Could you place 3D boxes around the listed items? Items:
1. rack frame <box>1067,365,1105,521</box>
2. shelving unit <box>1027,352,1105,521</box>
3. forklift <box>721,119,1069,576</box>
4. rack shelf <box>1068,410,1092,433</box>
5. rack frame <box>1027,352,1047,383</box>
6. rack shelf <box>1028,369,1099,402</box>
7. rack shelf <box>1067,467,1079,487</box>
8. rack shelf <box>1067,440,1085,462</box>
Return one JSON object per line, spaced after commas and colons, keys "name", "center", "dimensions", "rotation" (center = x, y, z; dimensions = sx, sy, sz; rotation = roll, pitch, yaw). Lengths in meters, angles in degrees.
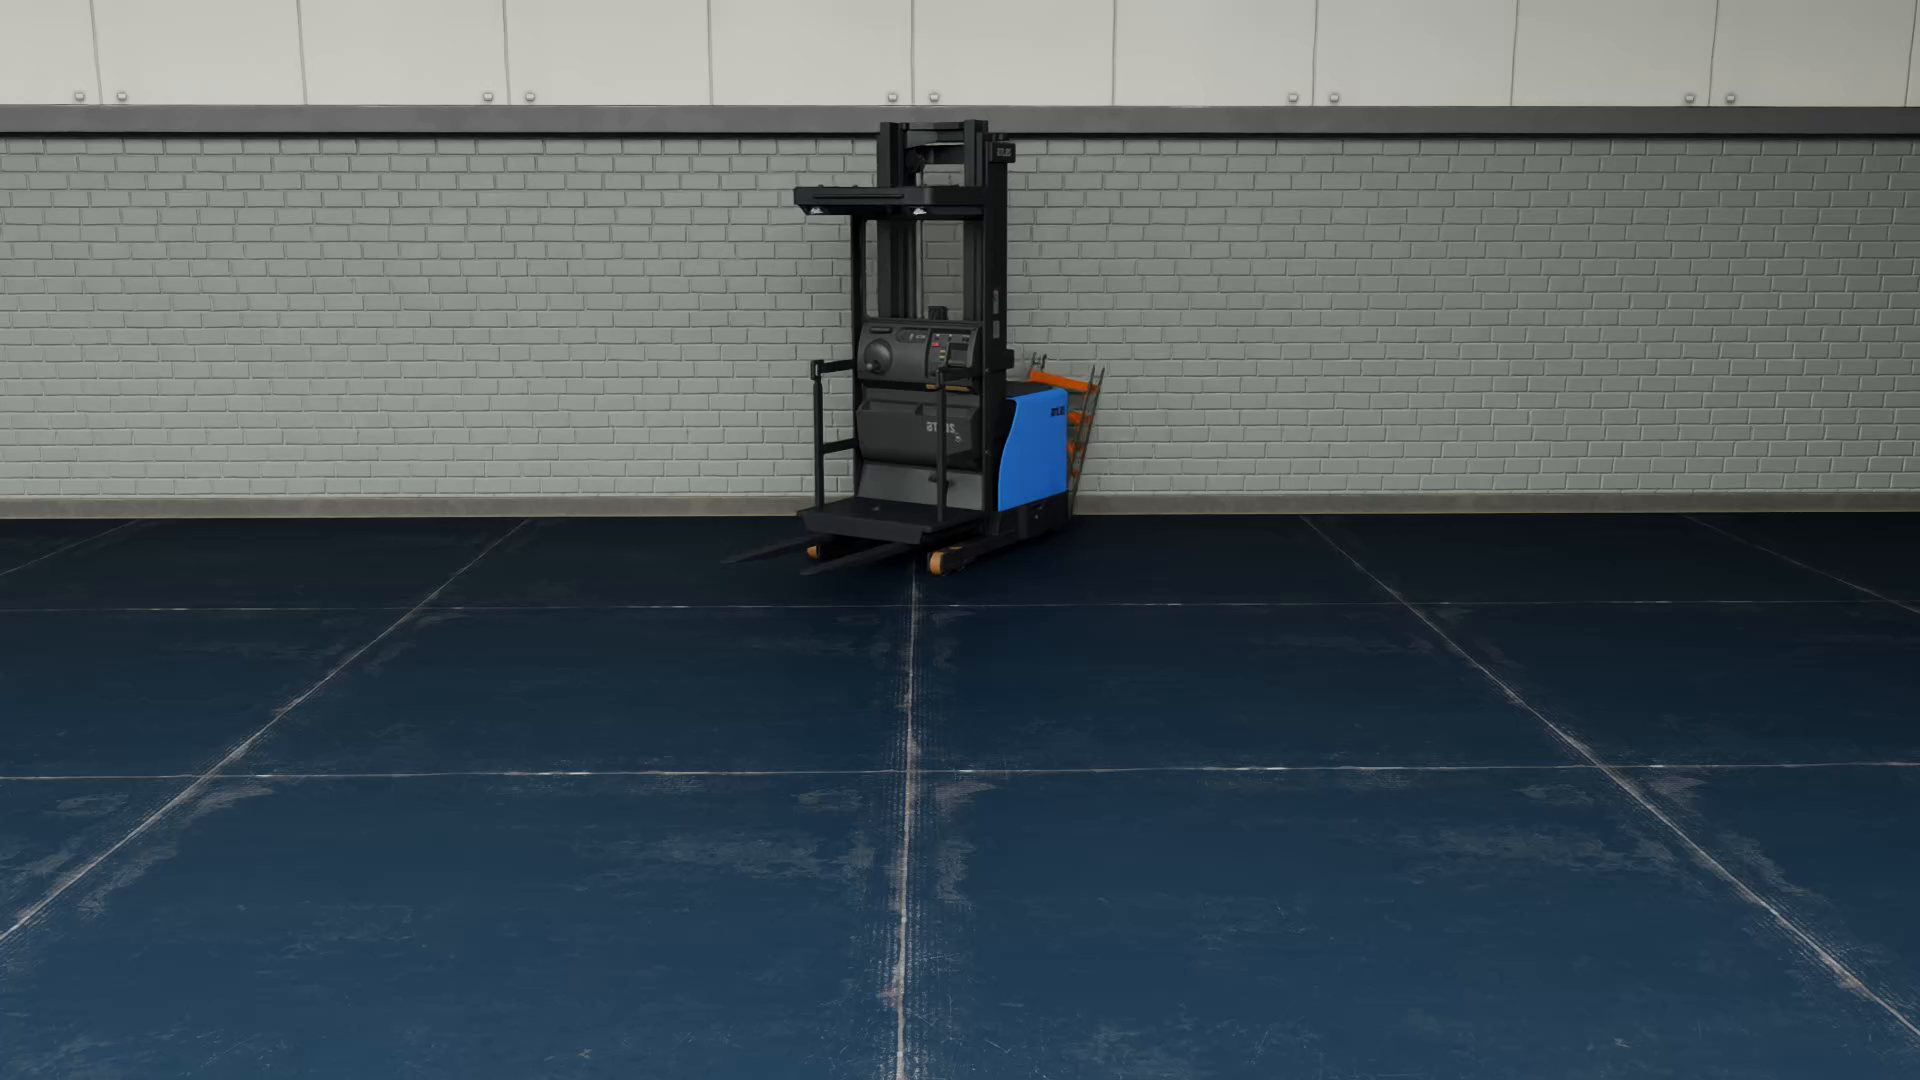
{"name": "rack frame", "center": [0.918, -0.726, 12.572], "dimensions": [0.015, 1.200, 0.240], "rotation": [15, 8, 23]}
{"name": "shelving unit", "center": [0.701, -0.786, 12.666], "dimensions": [0.503, 1.200, 0.258], "rotation": [15, 8, 23]}
{"name": "forklift", "center": [-0.400, -1.304, 11.113], "dimensions": [1.130, 2.935, 3.031], "rotation": [7, 13, 31]}
{"name": "rack shelf", "center": [0.734, -0.937, 12.647], "dimensions": [0.480, 0.148, 0.258], "rotation": [15, 8, 23]}
{"name": "rack frame", "center": [0.484, -0.845, 12.759], "dimensions": [0.015, 1.200, 0.240], "rotation": [15, 8, 23]}
{"name": "rack shelf", "center": [0.785, -1.166, 12.618], "dimensions": [0.480, 0.148, 0.258], "rotation": [15, 8, 23]}
{"name": "rack shelf", "center": [0.644, -0.528, 12.698], "dimensions": [0.480, 0.148, 0.258], "rotation": [15, 8, 23]}
{"name": "rack shelf", "center": [0.687, -0.720, 12.674], "dimensions": [0.480, 0.148, 0.258], "rotation": [15, 8, 23]}
